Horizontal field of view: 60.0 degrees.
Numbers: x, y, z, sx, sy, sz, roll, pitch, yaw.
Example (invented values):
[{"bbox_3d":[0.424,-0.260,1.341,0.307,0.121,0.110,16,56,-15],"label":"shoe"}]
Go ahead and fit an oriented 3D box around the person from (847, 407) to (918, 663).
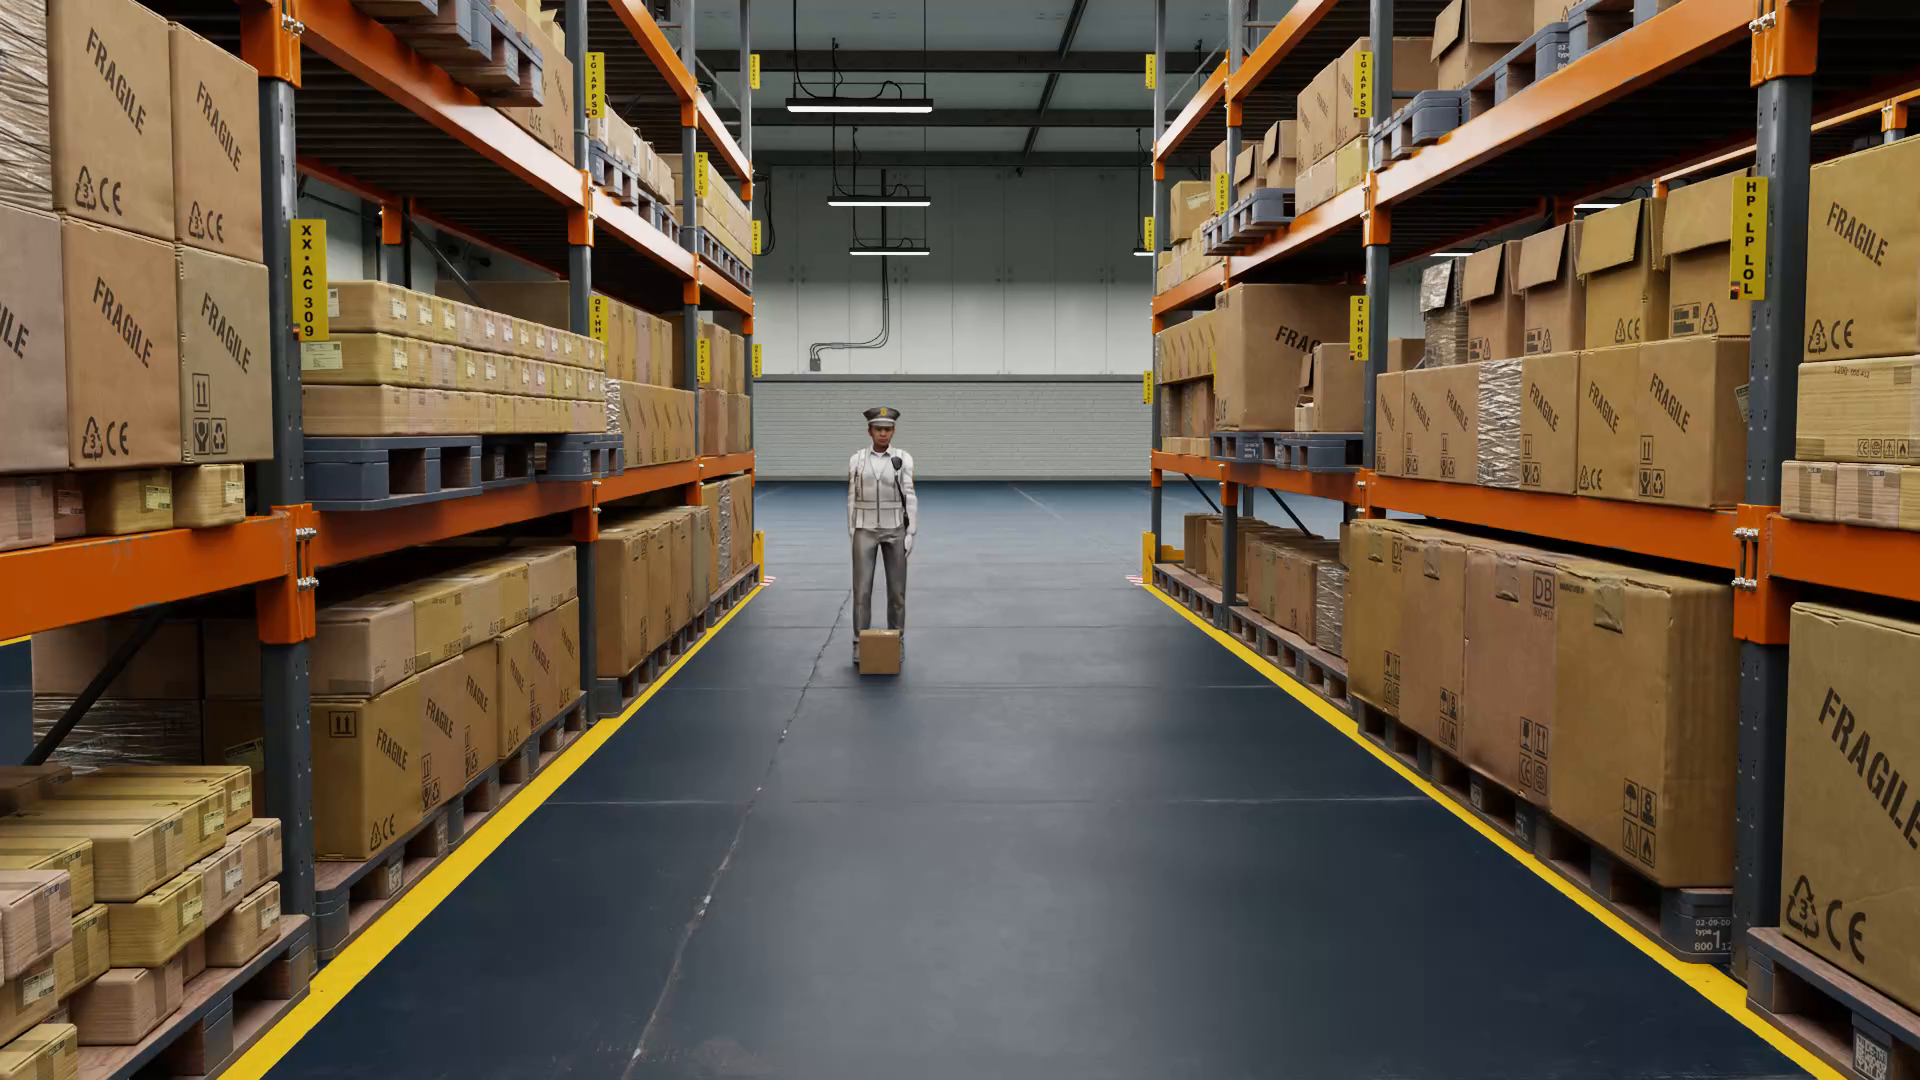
[{"bbox_3d":[-0.512,-0.033,10.907,0.465,1.680,0.340,0,4,0],"label":"person"}]
